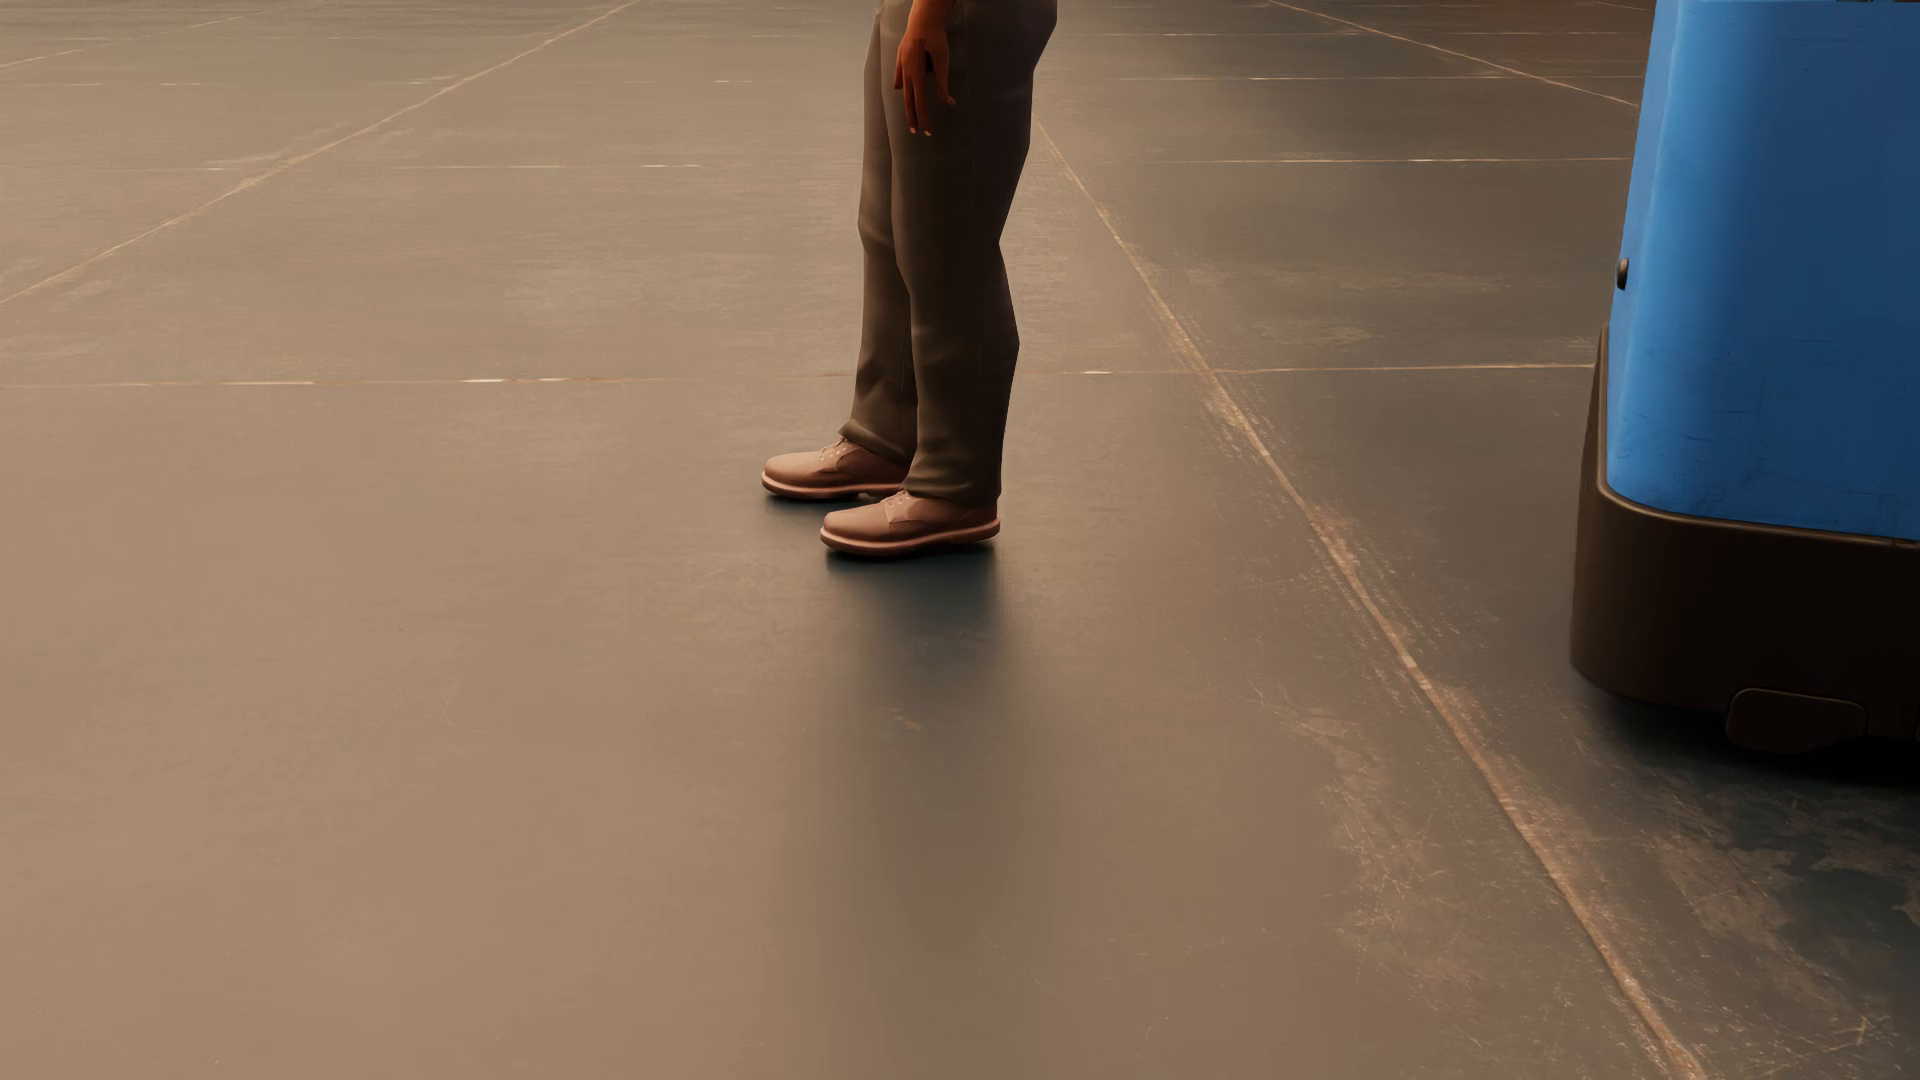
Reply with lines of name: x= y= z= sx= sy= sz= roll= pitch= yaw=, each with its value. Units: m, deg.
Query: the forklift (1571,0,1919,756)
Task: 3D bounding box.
forklift: x=2.357 y=-1.098 z=1.523 sx=3.031 sy=2.935 sz=1.130 roll=8 pitch=23 yaw=19

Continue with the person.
person: x=-0.088 y=-0.782 z=2.446 sx=0.504 sy=1.654 sz=0.570 roll=-1 pitch=21 yaw=-3
